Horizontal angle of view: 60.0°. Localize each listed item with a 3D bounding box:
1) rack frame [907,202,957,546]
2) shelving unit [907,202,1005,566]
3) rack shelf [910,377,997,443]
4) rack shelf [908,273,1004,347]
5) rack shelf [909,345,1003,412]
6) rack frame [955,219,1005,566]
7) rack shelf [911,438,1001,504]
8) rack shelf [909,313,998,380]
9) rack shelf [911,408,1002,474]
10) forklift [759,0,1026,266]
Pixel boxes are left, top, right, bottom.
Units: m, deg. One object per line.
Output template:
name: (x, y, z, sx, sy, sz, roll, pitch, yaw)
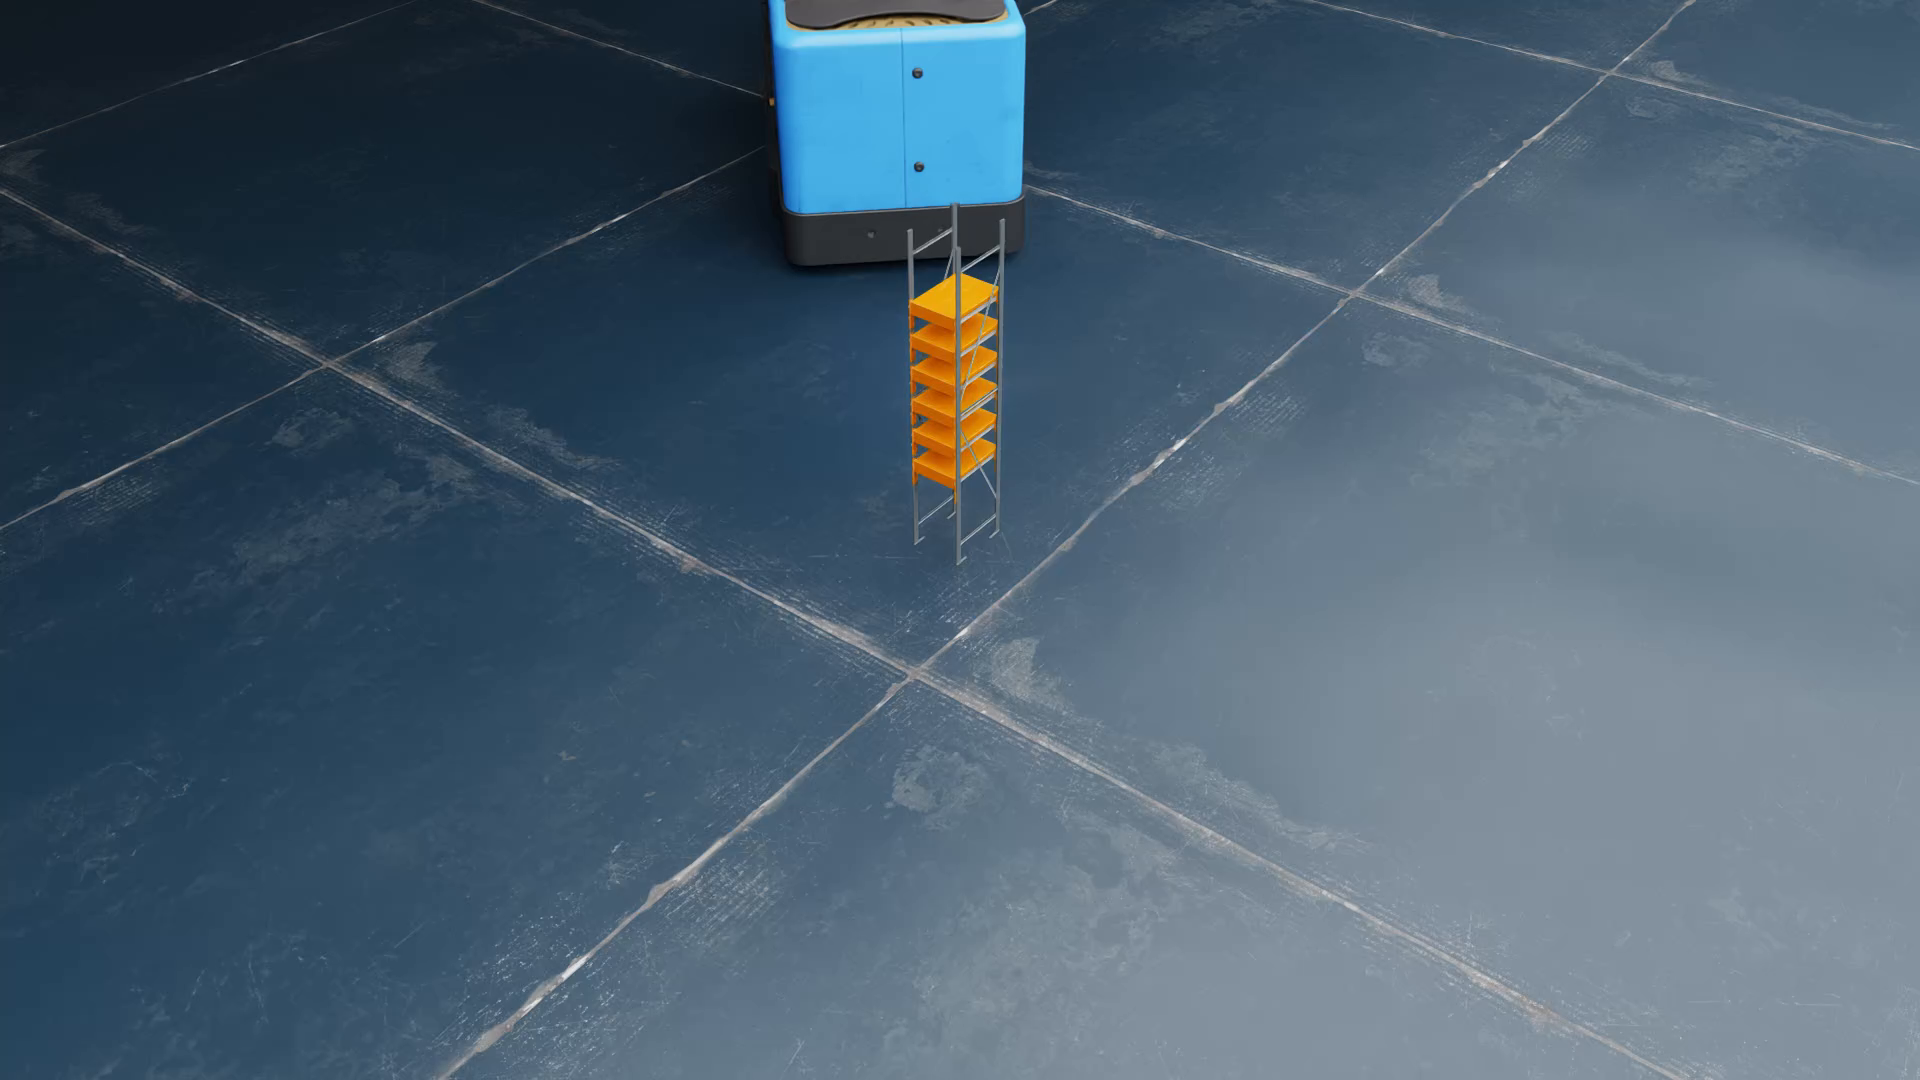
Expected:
rack frame: (-0.084, -0.512, 5.431, 0.006, 1.200, 0.240, 25, 45, 29)
shelving unit: (-0.011, -0.478, 5.387, 0.189, 1.200, 0.258, 25, 45, 29)
rack shelf: (-0.011, -0.443, 5.414, 0.180, 0.103, 0.258, 25, 45, 29)
rack shelf: (-0.011, -0.726, 5.193, 0.180, 0.103, 0.258, 25, 45, 29)
rack shelf: (-0.011, -0.537, 5.340, 0.180, 0.103, 0.258, 25, 45, 29)
rack frame: (0.061, -0.444, 5.343, 0.006, 1.200, 0.240, 25, 45, 29)
rack shelf: (-0.011, -0.254, 5.562, 0.180, 0.103, 0.258, 25, 45, 29)
rack shelf: (-0.011, -0.632, 5.266, 0.180, 0.103, 0.258, 25, 45, 29)
rack shelf: (-0.011, -0.348, 5.488, 0.180, 0.103, 0.258, 25, 45, 29)
forklift: (-0.416, -3.233, 7.501, 1.130, 2.935, 3.031, -4, 38, -6)
